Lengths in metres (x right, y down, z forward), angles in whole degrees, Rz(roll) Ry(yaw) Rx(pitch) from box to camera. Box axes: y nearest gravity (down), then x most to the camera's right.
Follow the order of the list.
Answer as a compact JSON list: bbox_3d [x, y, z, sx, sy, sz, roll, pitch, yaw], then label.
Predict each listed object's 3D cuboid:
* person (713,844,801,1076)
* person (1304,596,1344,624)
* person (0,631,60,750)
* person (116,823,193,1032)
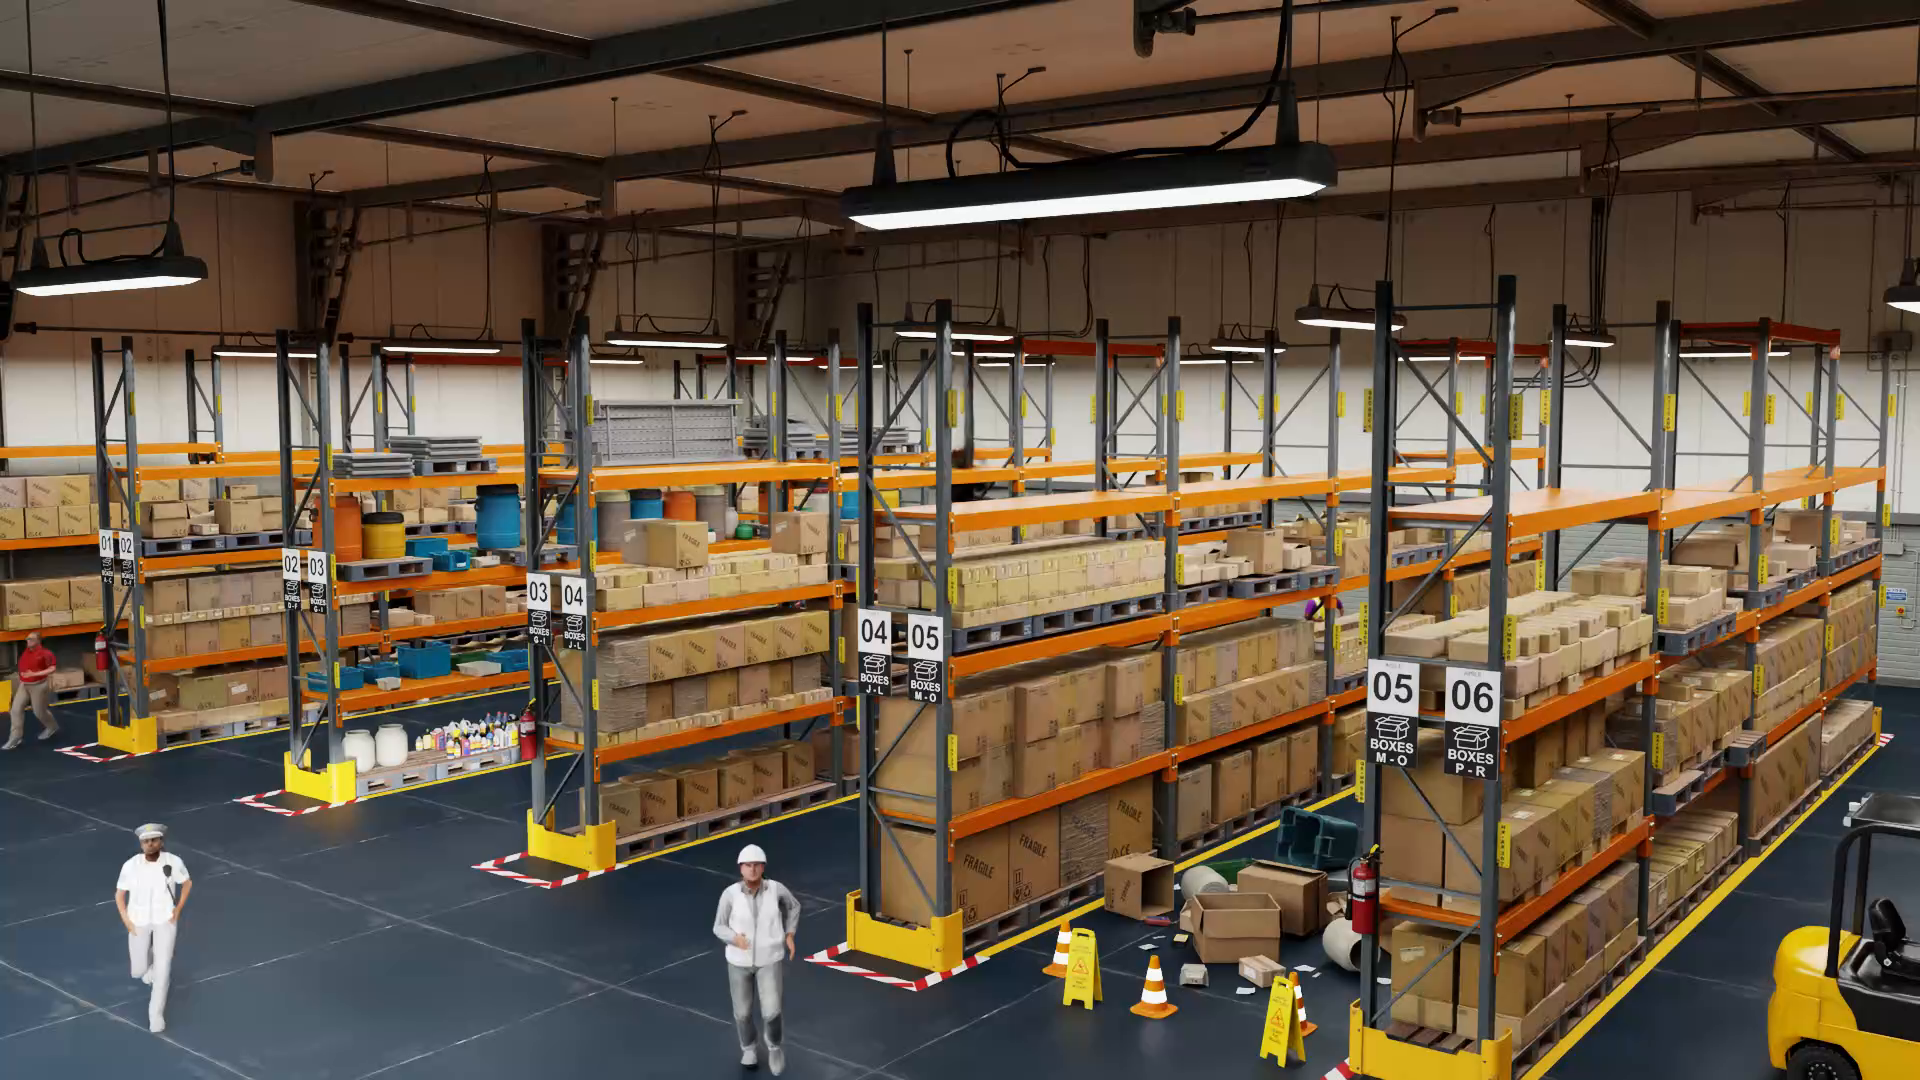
[{"bbox_3d":[-1.538,3.192,12.589,0.652,1.758,0.702,0,5,-4],"label":"person"},{"bbox_3d":[6.664,1.682,30.417,0.754,1.837,0.740,0,5,0],"label":"person"},{"bbox_3d":[-13.594,2.196,24.541,0.689,1.736,0.904,1,5,15],"label":"person"},{"bbox_3d":[-6.691,3.157,13.823,0.572,1.671,0.803,-2,5,-19],"label":"person"}]
